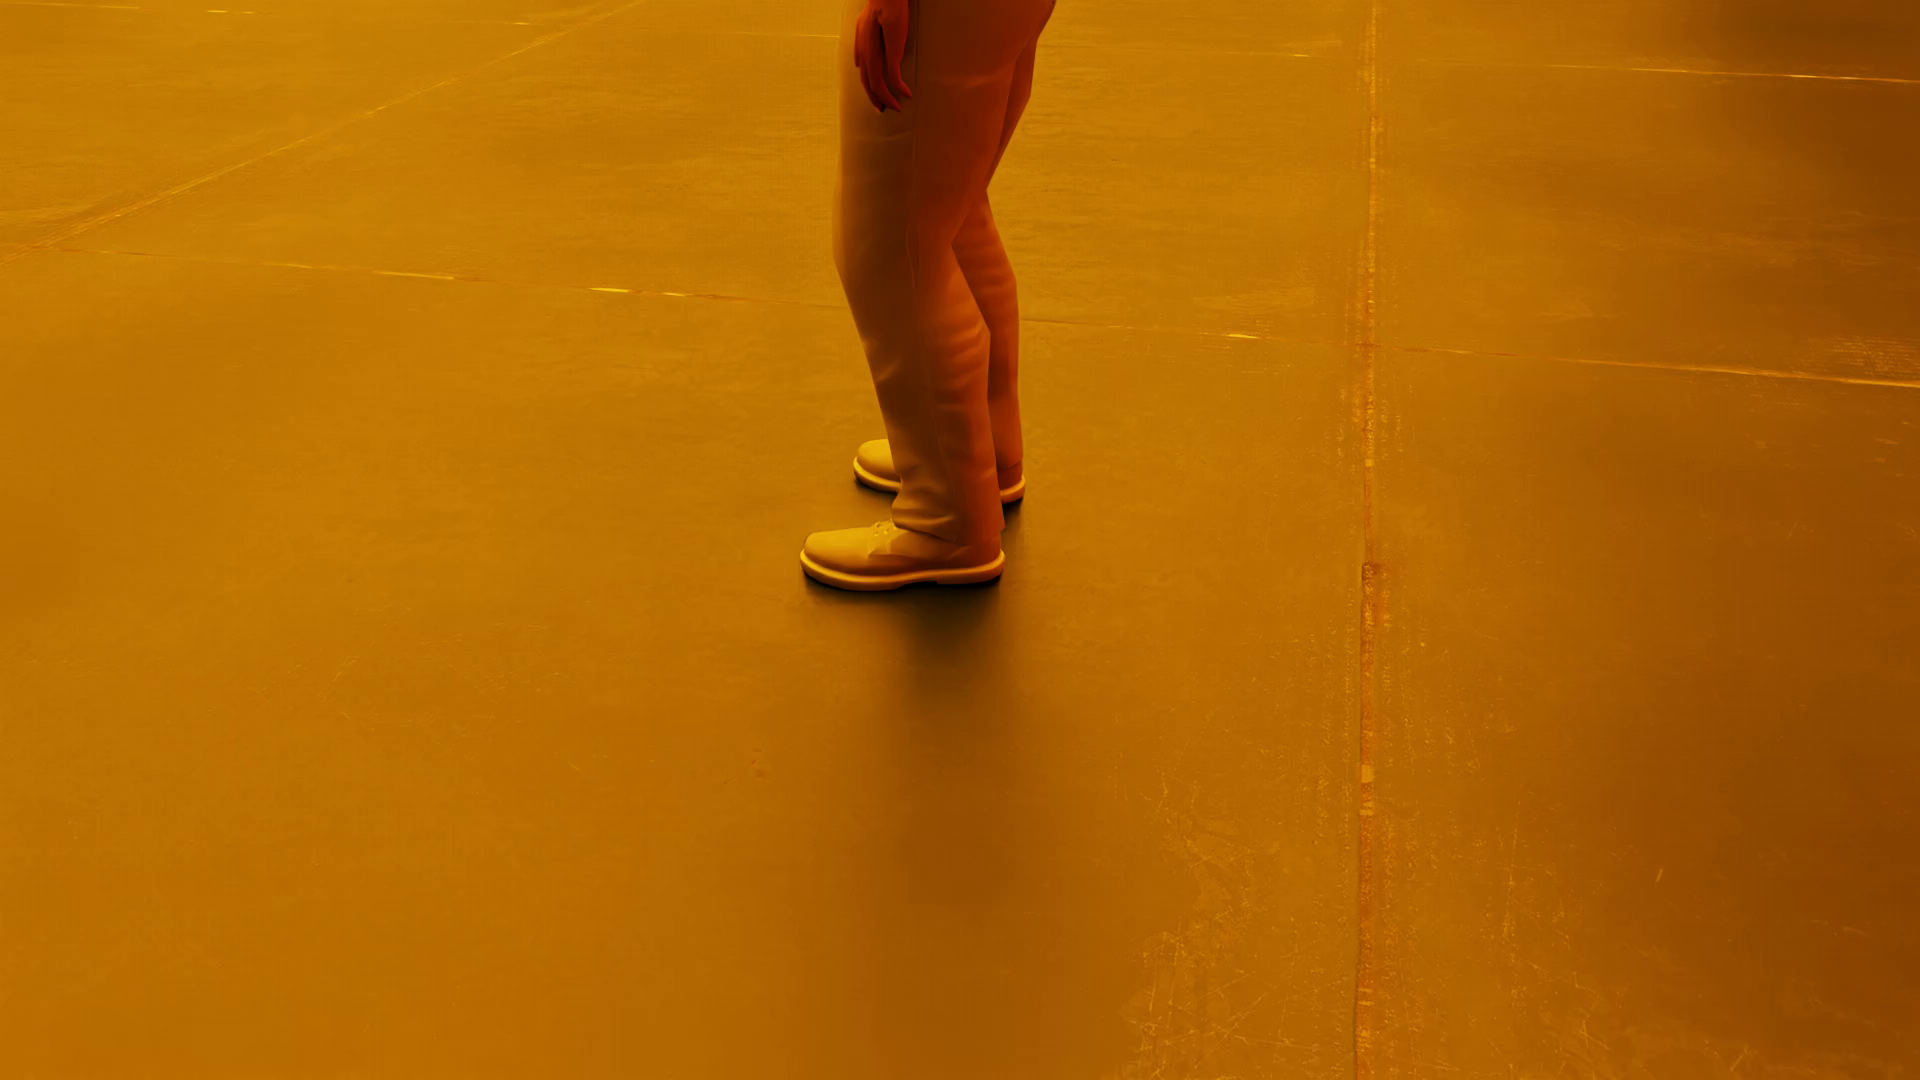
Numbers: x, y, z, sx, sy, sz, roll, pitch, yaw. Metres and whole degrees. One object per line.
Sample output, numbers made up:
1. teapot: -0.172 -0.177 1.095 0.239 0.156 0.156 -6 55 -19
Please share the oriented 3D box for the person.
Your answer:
1. person: -0.035 -0.743 2.135 0.393 1.657 0.513 5 27 9
